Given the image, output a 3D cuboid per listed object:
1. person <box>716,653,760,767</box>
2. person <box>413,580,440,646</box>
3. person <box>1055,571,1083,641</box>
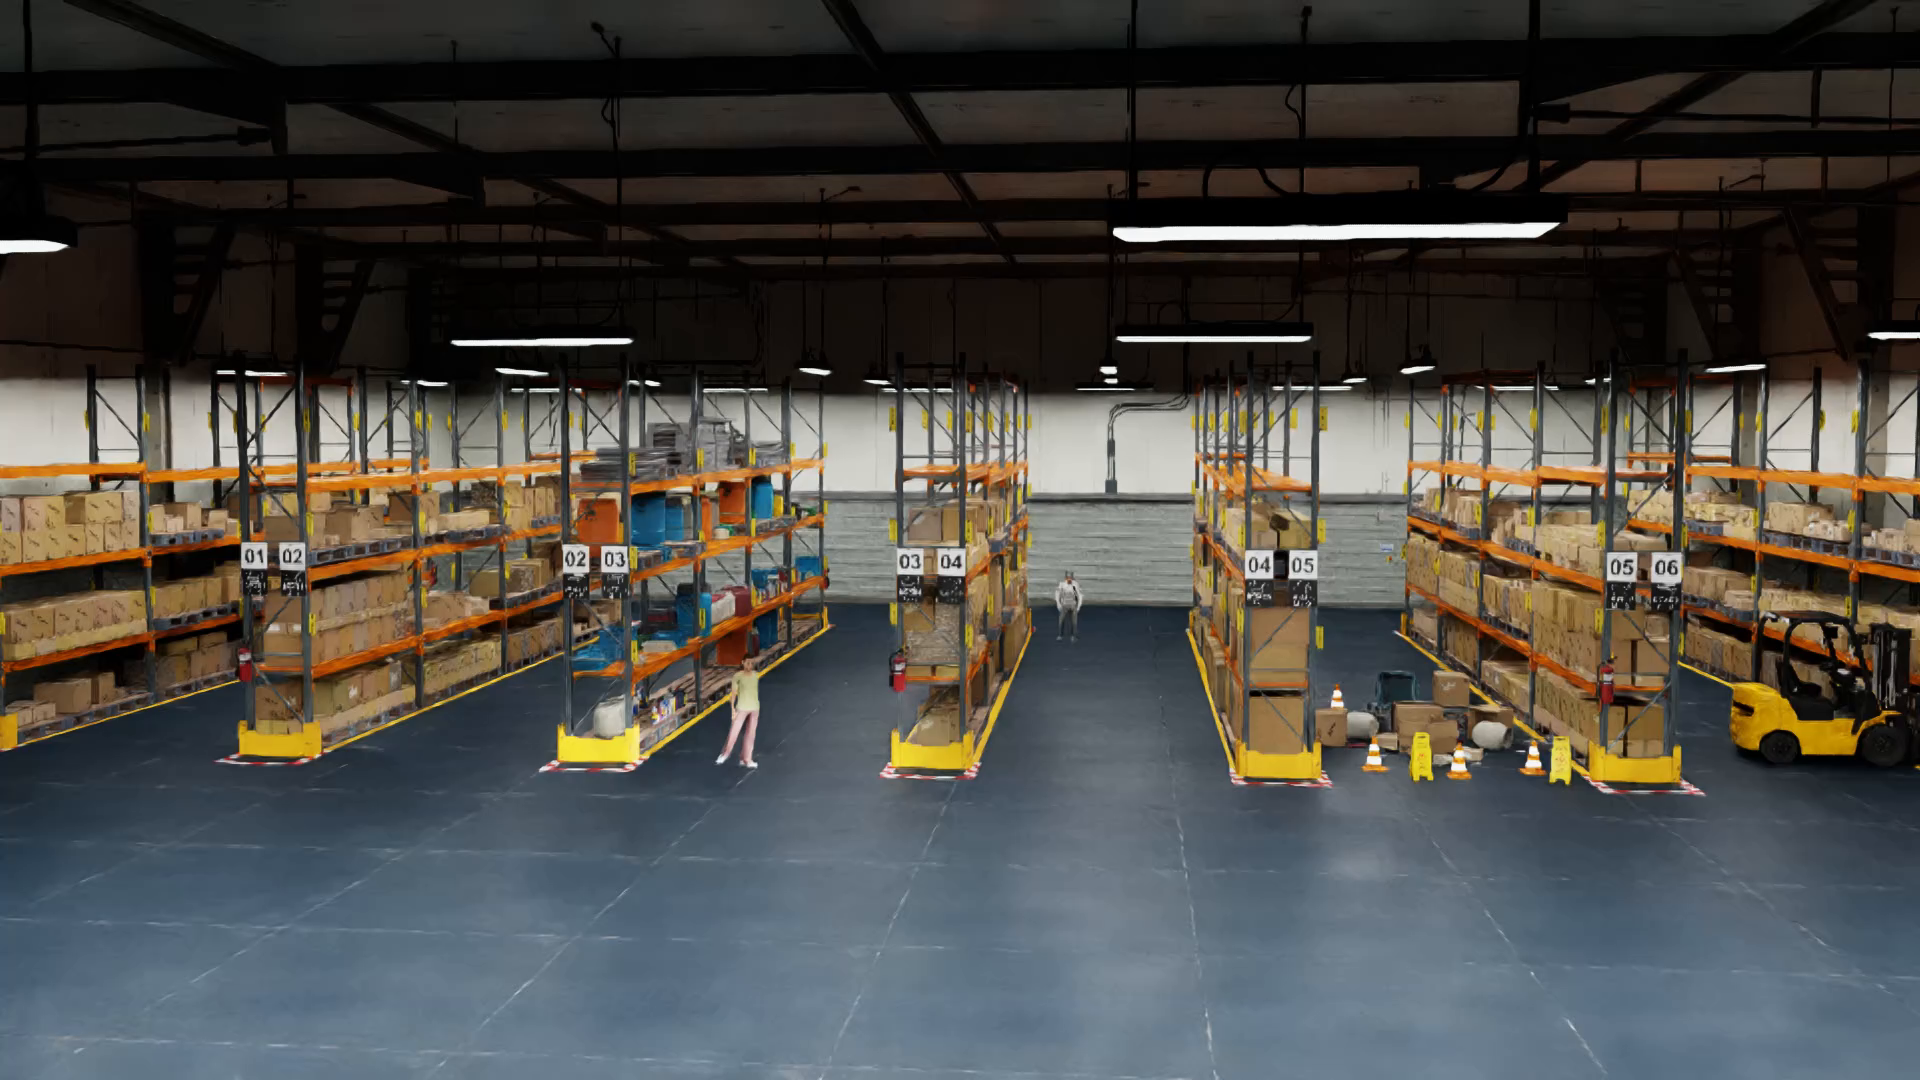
[{"bbox_3d":[-3.215,2.458,24.088,0.633,1.664,0.485,-3,5,-35],"label":"person"},{"bbox_3d":[-11.084,1.676,34.707,0.729,1.733,0.546,0,4,4],"label":"person"},{"bbox_3d":[2.488,1.500,38.024,0.639,1.620,0.506,0,4,3],"label":"person"}]
